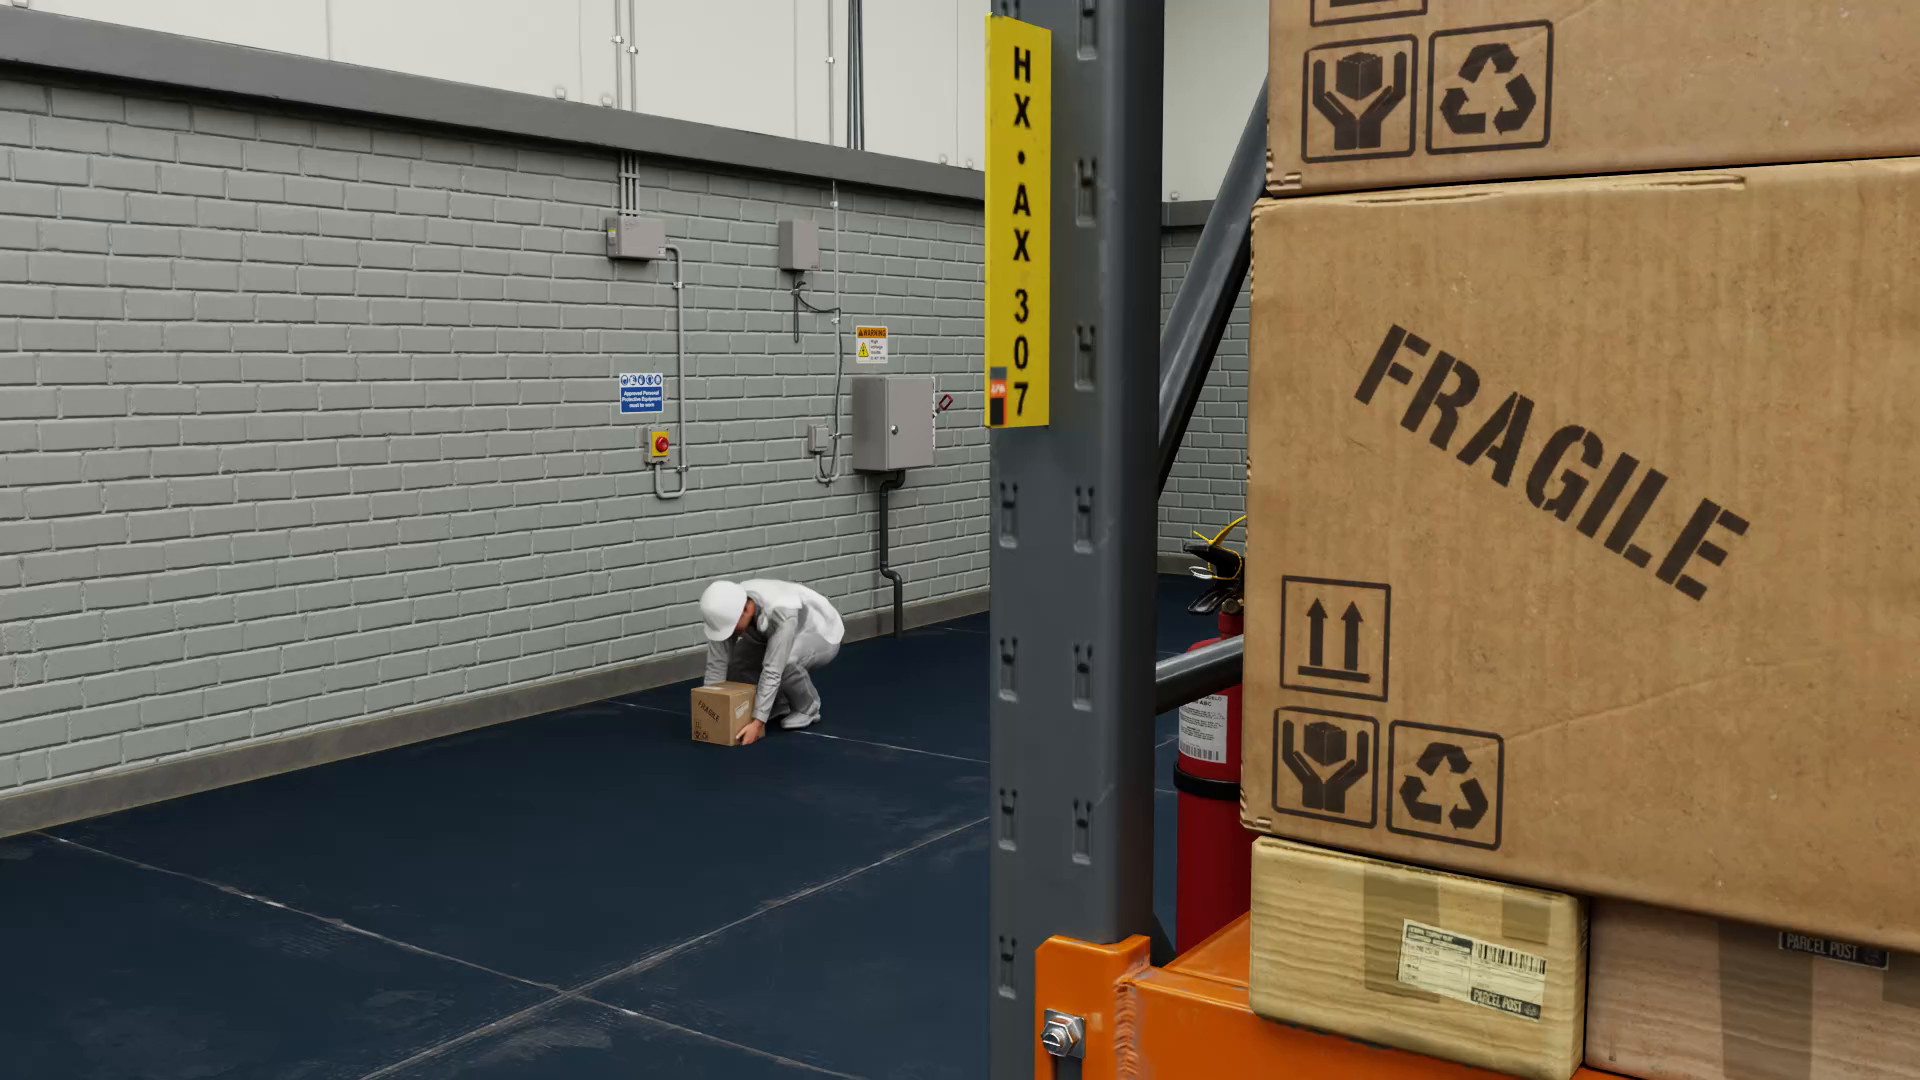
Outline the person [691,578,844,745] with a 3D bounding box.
[{"bbox_3d":[-0.963,0.584,8.222,0.515,0.860,0.961,4,7,33],"label":"person"}]
